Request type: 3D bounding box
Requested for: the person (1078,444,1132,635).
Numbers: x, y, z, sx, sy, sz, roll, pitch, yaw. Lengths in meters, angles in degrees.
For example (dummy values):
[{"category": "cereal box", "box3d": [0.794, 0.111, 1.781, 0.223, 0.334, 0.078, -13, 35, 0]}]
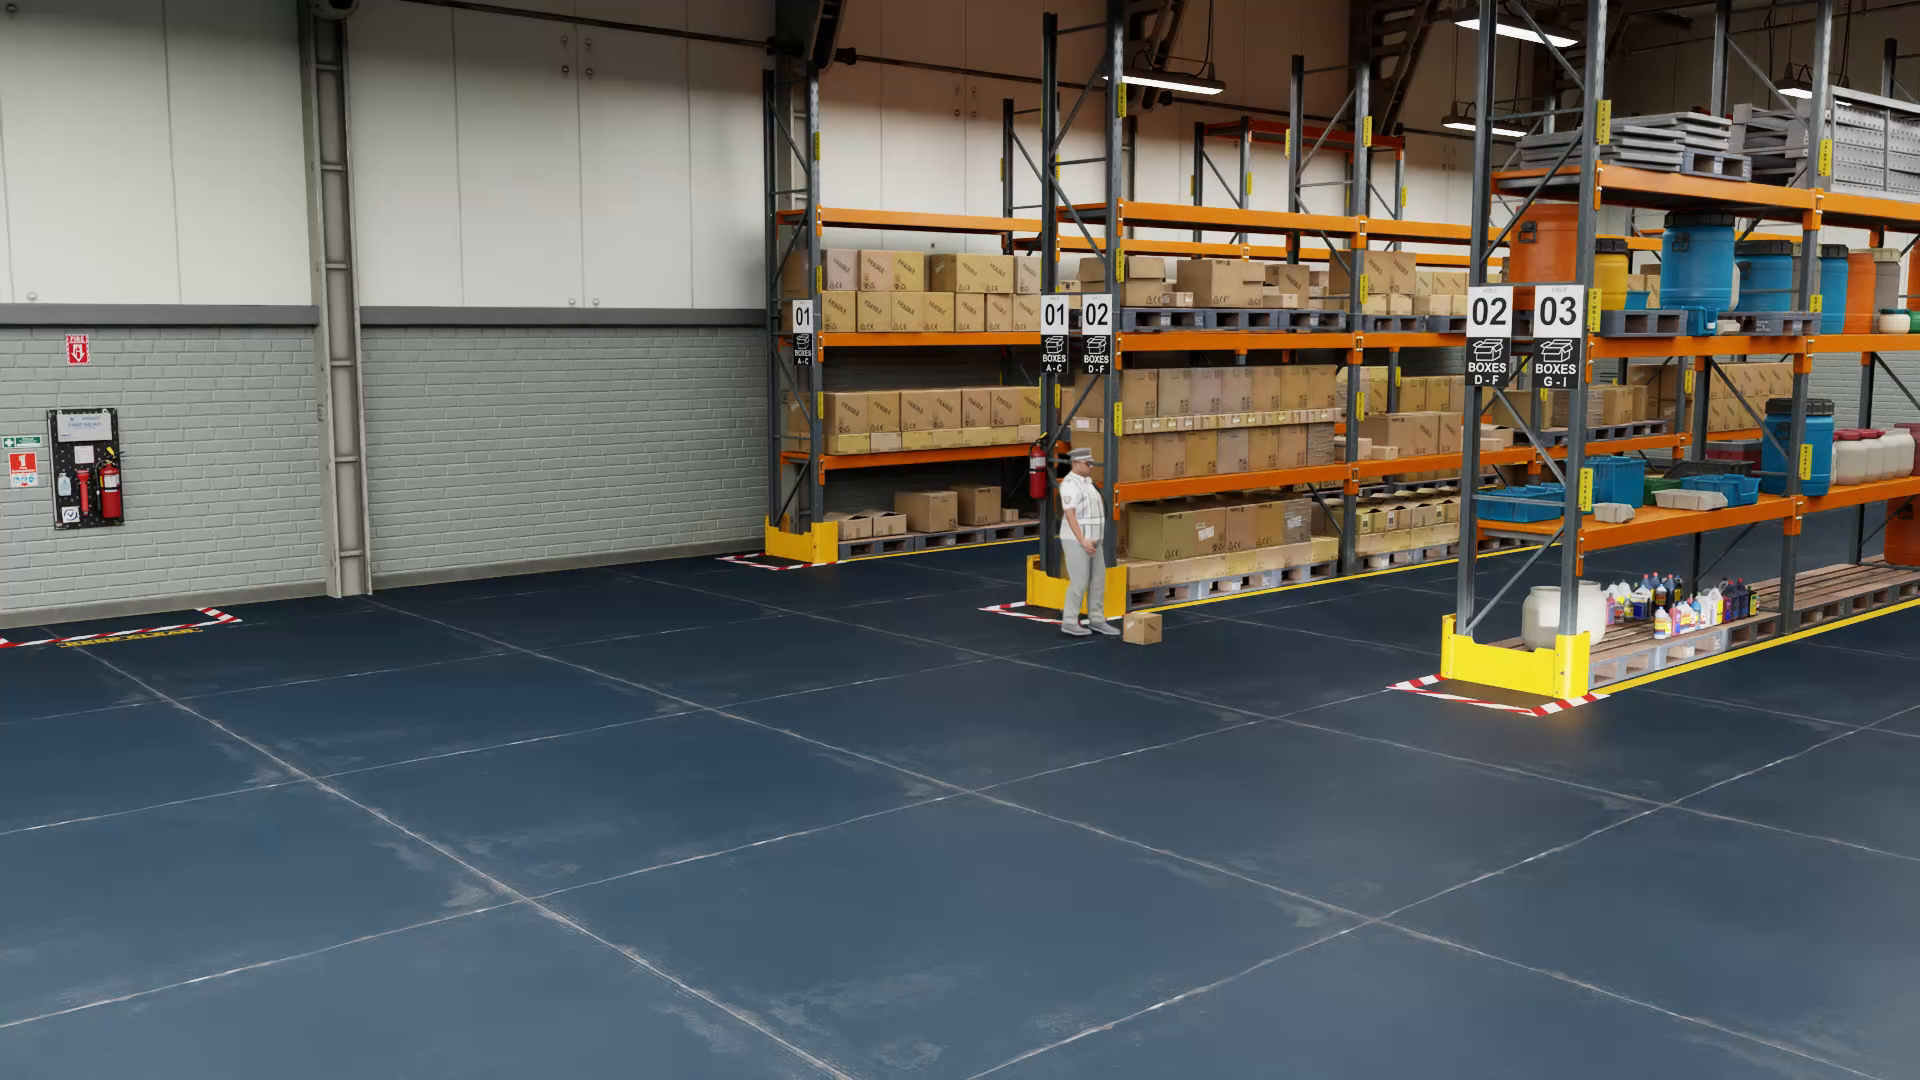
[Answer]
[{"category": "person", "box3d": [1.362, -0.012, 15.595, 0.415, 1.768, 0.545, 7, 10, 43]}]
